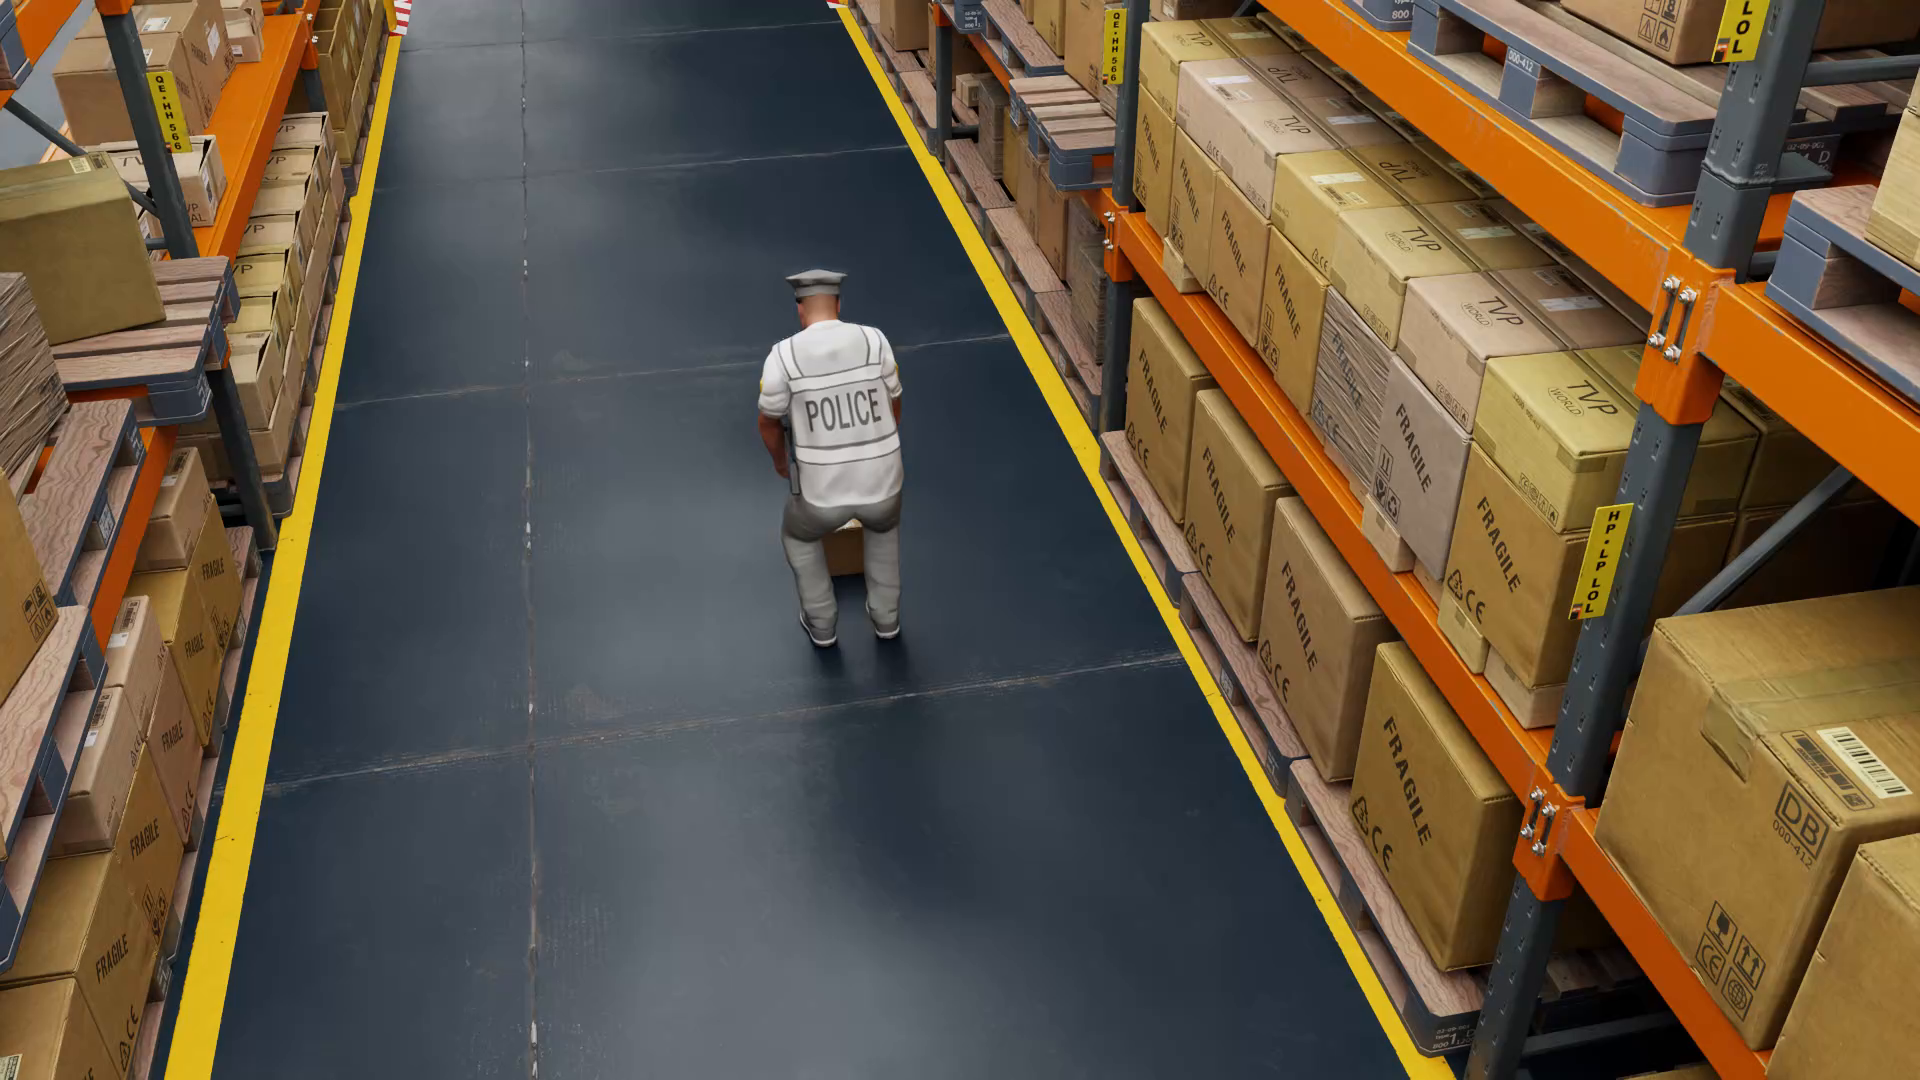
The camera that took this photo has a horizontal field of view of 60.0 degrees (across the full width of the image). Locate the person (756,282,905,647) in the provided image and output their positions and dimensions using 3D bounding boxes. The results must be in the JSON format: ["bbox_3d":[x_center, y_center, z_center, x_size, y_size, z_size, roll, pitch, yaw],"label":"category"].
[{"bbox_3d":[-0.516,-0.276,6.781,0.588,1.496,0.752,-7,35,-10],"label":"person"}]
